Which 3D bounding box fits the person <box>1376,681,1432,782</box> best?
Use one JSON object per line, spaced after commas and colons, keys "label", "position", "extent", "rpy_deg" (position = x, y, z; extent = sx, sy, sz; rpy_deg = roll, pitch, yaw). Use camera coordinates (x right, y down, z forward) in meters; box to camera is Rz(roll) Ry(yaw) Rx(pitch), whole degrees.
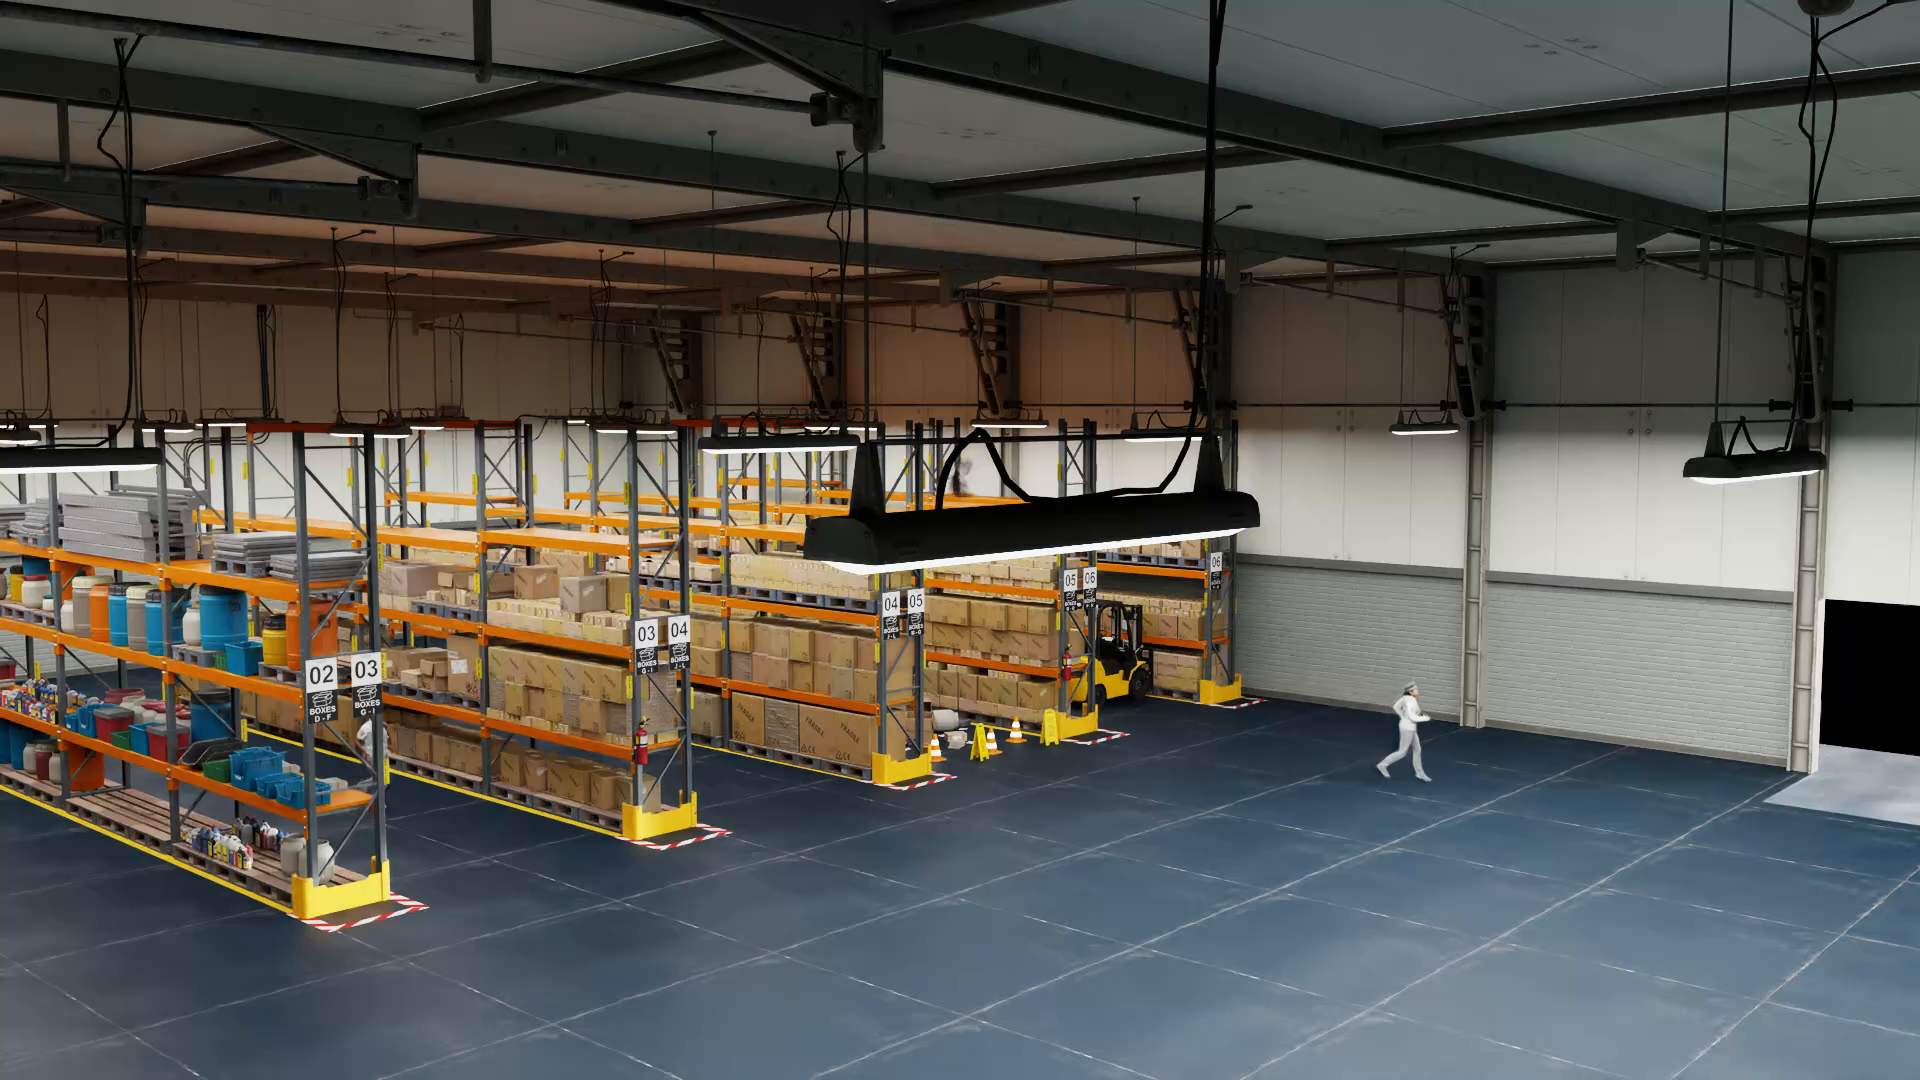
{"label": "person", "position": [7.462, 3.207, 27.898], "extent": [0.937, 1.717, 0.622], "rpy_deg": [1, 5, 7]}

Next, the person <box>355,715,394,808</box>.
{"label": "person", "position": [-9.160, 3.382, 26.100], "extent": [0.560, 1.661, 0.575], "rpy_deg": [3, 5, 28]}
